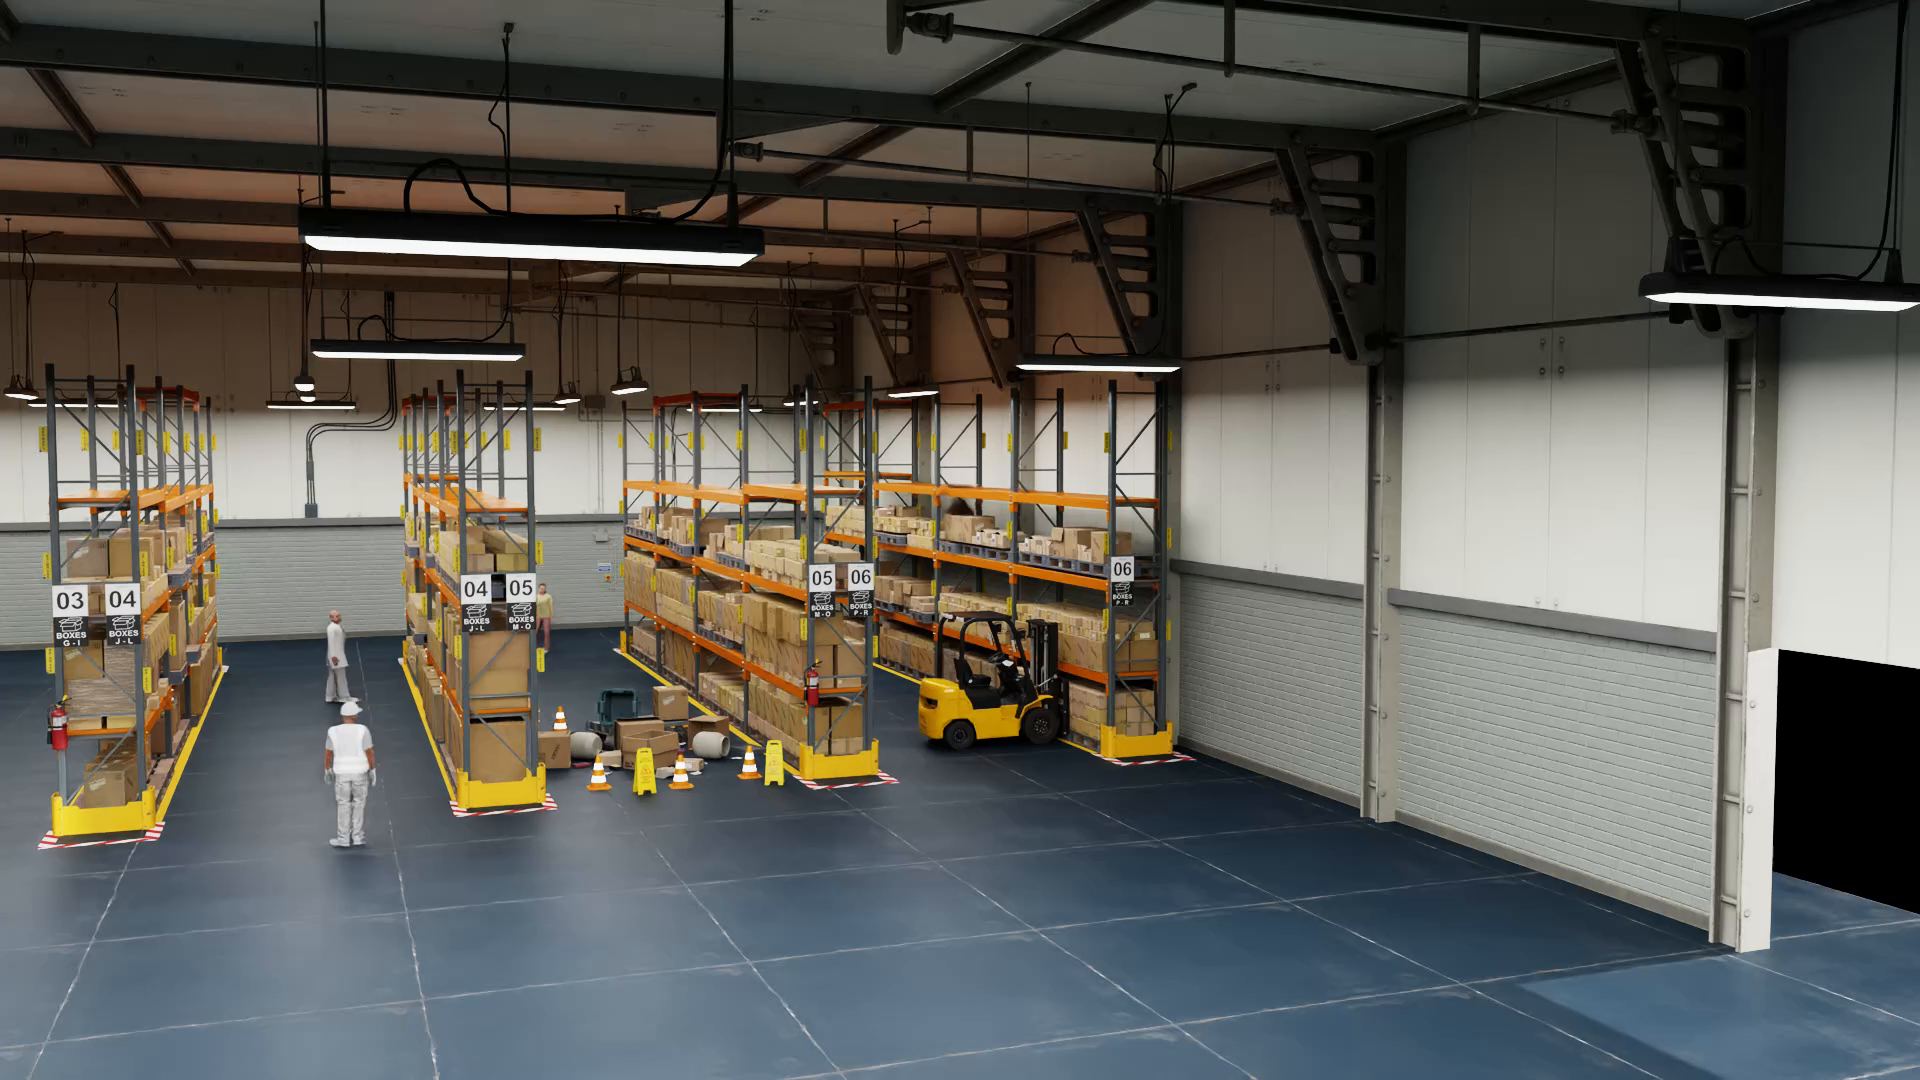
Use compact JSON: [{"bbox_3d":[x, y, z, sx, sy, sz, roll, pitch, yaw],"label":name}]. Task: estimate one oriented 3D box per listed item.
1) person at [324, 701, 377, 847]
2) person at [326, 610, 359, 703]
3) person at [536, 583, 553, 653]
[{"bbox_3d":[-7.576,2.908,20.653,0.640,1.813,0.386,-1,3,-9],"label":"person"},{"bbox_3d":[-11.945,2.238,32.077,0.595,1.783,0.584,-2,4,-25],"label":"person"},{"bbox_3d":[-9.949,1.886,39.613,0.500,1.727,0.405,0,3,1],"label":"person"}]
